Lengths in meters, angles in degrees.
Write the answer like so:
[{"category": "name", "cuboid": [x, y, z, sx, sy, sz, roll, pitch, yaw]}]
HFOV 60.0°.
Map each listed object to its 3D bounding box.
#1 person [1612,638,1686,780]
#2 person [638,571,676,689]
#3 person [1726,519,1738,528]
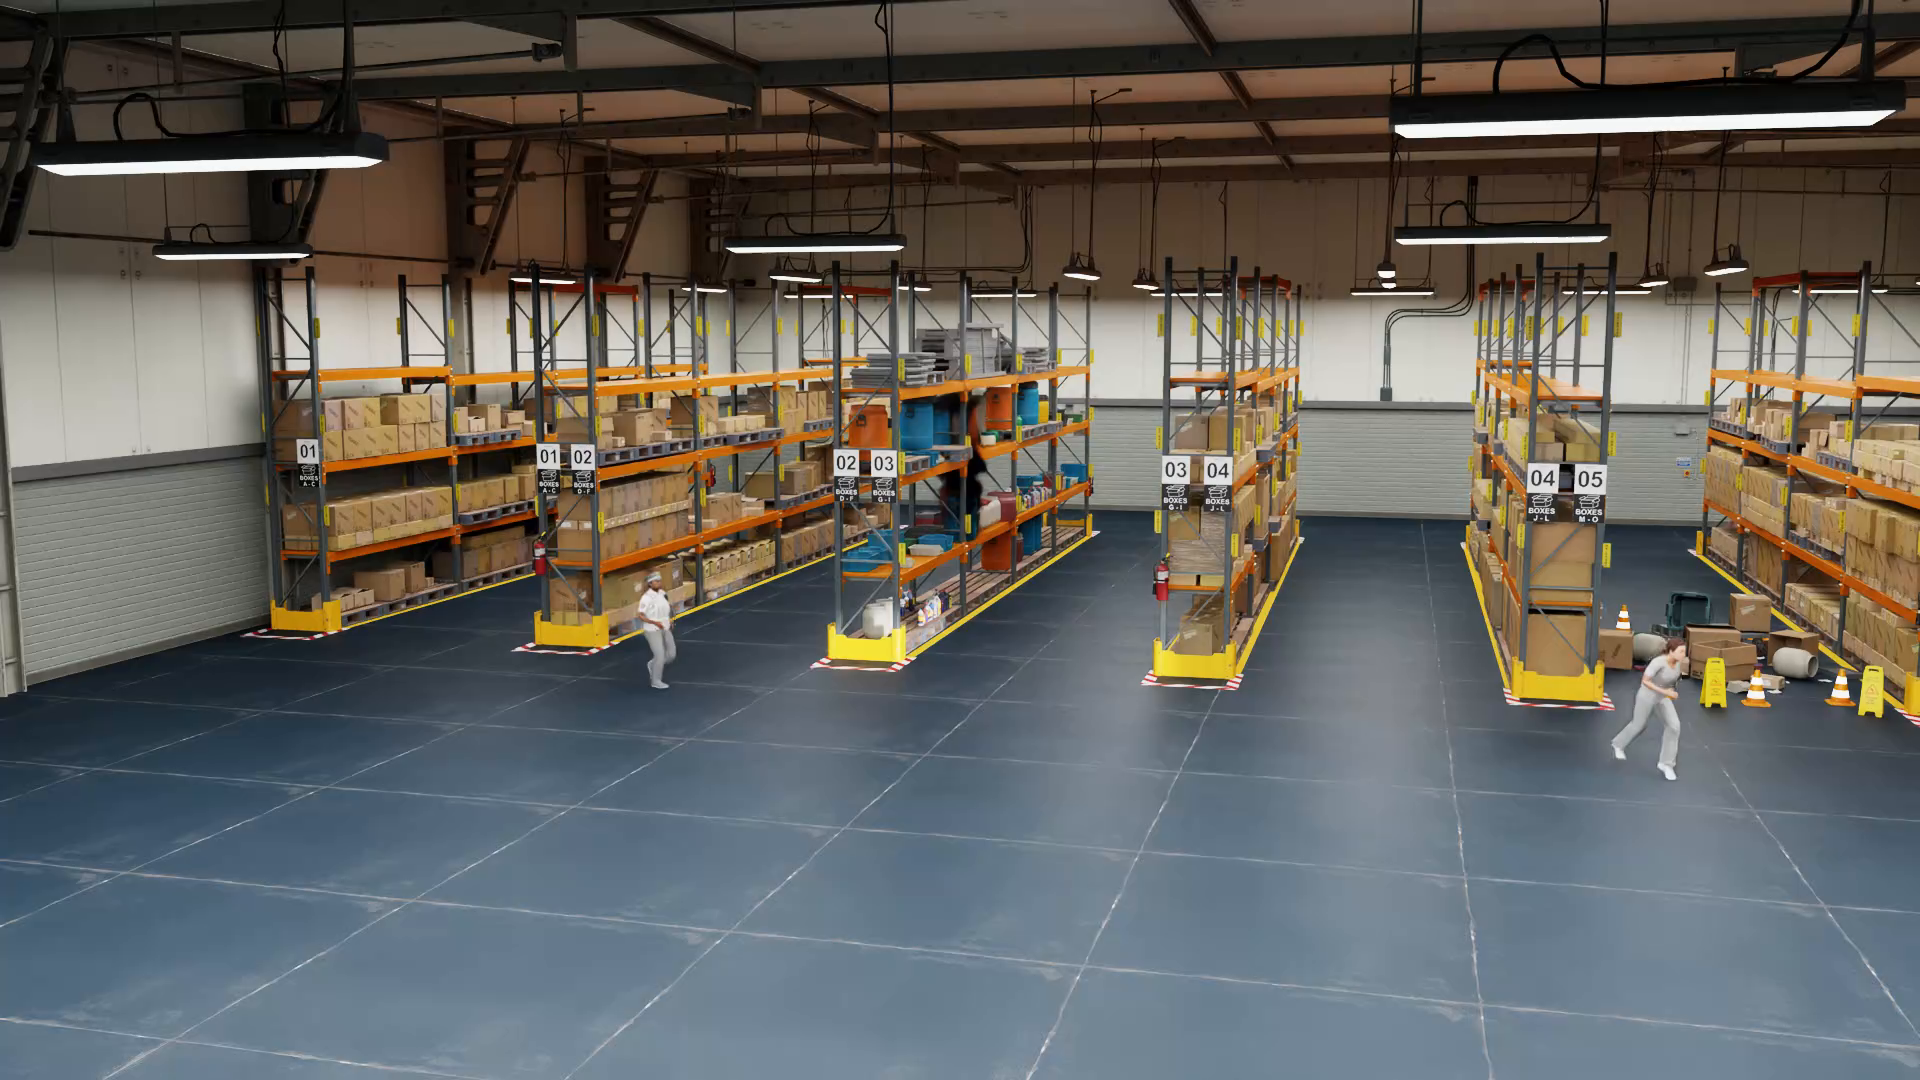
[{"category": "person", "cuboid": [7.825, 1.853, 18.892, 0.606, 1.626, 0.961, -3, 8, -25]}, {"category": "person", "cuboid": [-4.217, 1.250, 23.199, 0.559, 1.646, 0.572, 5, 9, 35]}, {"category": "person", "cuboid": [17.688, -0.581, 37.686, 0.545, 1.621, 0.576, 1, 7, 7]}]
